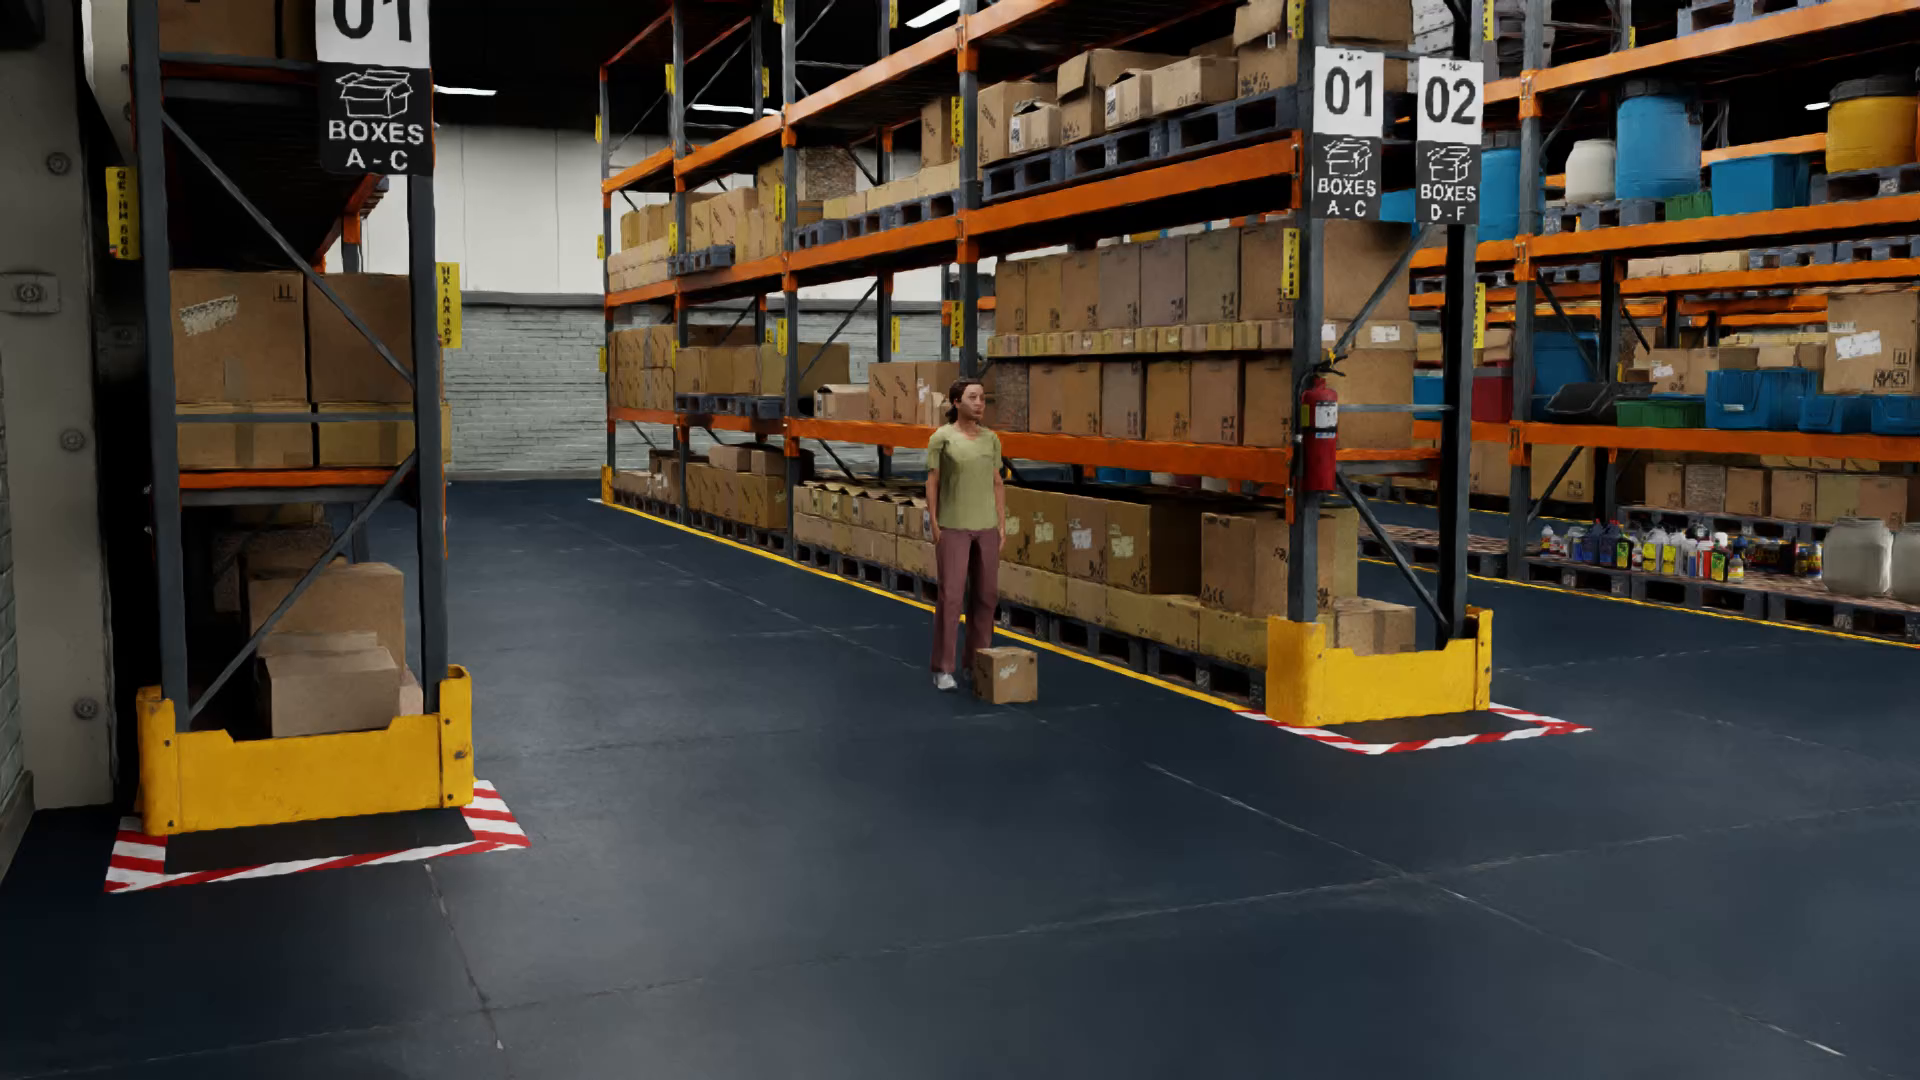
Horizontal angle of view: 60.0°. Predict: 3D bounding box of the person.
[{"bbox_3d":[0.053,-0.047,8.992,0.462,1.669,0.418,-2,6,-23],"label":"person"}]
